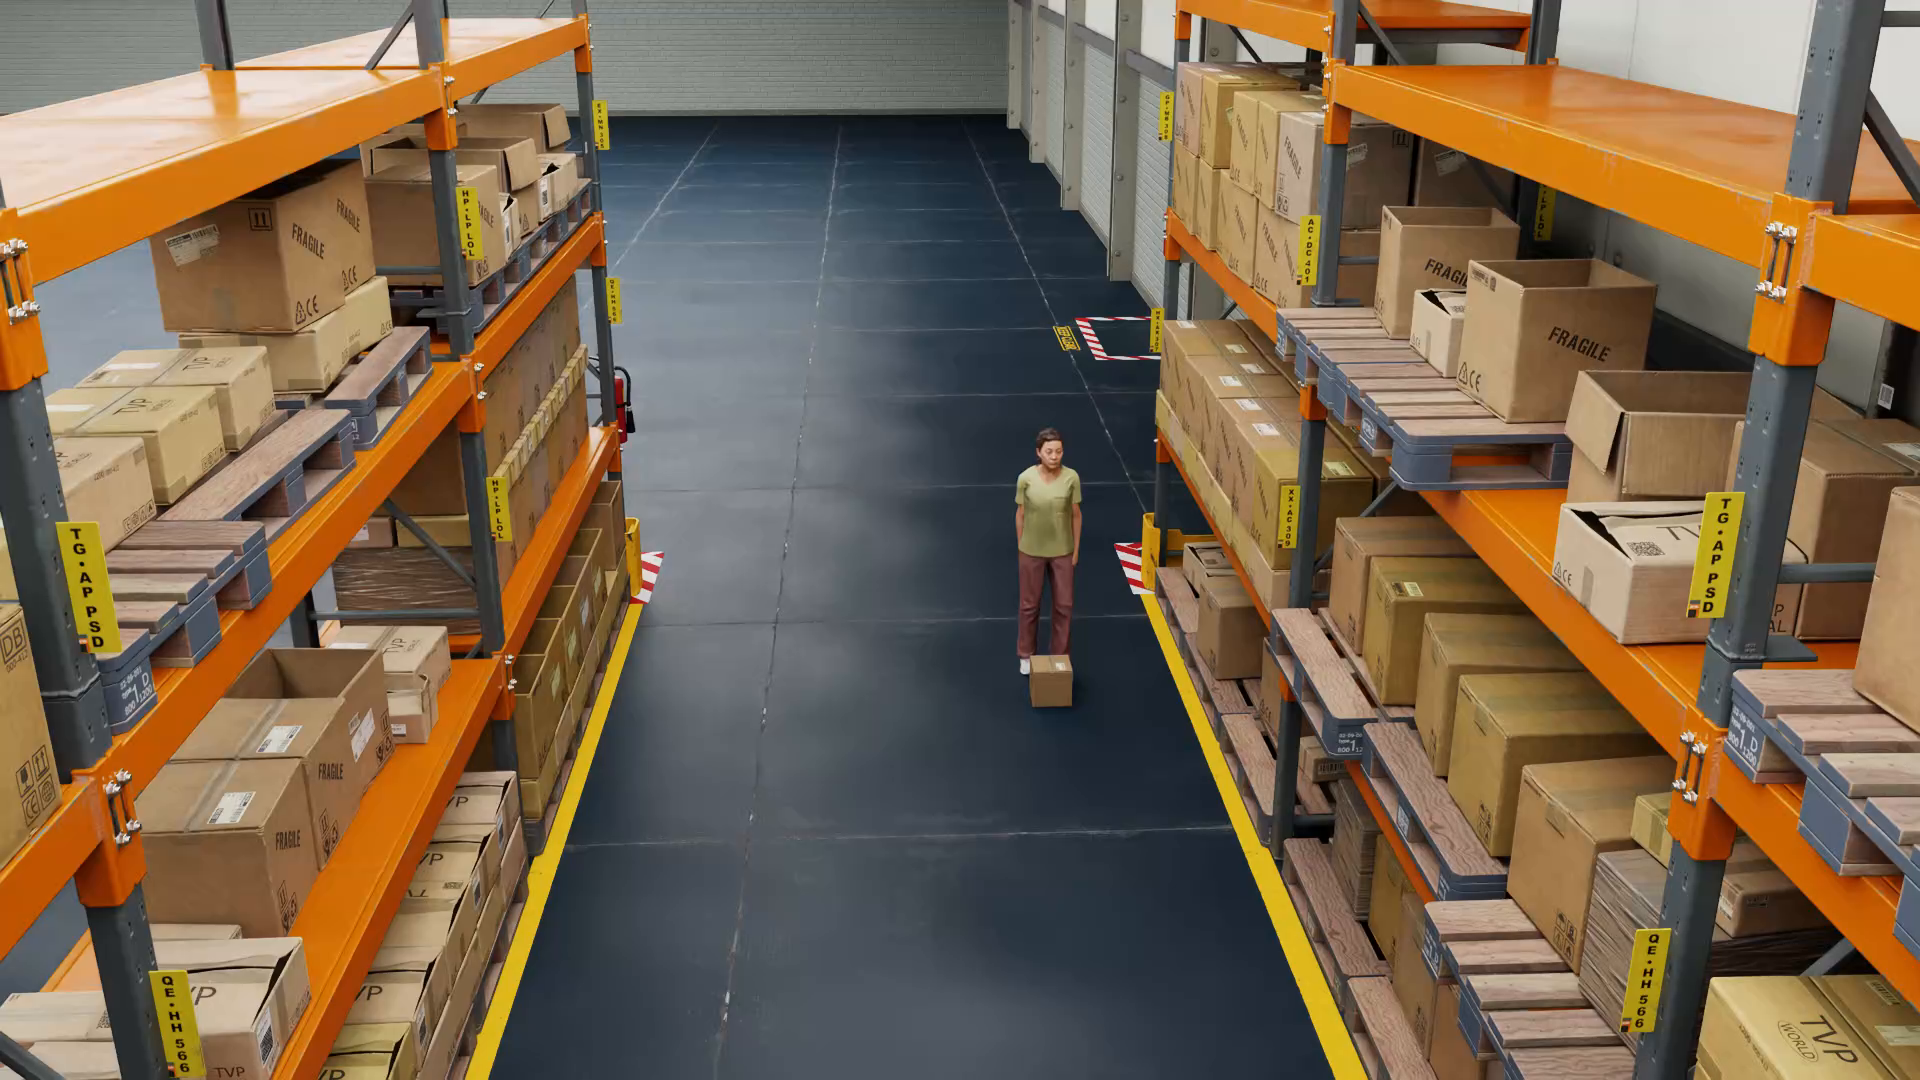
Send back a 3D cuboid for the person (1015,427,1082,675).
[{"bbox_3d":[0.578,0.075,10.891,0.439,1.668,0.363,-1,20,-2],"label":"person"}]
